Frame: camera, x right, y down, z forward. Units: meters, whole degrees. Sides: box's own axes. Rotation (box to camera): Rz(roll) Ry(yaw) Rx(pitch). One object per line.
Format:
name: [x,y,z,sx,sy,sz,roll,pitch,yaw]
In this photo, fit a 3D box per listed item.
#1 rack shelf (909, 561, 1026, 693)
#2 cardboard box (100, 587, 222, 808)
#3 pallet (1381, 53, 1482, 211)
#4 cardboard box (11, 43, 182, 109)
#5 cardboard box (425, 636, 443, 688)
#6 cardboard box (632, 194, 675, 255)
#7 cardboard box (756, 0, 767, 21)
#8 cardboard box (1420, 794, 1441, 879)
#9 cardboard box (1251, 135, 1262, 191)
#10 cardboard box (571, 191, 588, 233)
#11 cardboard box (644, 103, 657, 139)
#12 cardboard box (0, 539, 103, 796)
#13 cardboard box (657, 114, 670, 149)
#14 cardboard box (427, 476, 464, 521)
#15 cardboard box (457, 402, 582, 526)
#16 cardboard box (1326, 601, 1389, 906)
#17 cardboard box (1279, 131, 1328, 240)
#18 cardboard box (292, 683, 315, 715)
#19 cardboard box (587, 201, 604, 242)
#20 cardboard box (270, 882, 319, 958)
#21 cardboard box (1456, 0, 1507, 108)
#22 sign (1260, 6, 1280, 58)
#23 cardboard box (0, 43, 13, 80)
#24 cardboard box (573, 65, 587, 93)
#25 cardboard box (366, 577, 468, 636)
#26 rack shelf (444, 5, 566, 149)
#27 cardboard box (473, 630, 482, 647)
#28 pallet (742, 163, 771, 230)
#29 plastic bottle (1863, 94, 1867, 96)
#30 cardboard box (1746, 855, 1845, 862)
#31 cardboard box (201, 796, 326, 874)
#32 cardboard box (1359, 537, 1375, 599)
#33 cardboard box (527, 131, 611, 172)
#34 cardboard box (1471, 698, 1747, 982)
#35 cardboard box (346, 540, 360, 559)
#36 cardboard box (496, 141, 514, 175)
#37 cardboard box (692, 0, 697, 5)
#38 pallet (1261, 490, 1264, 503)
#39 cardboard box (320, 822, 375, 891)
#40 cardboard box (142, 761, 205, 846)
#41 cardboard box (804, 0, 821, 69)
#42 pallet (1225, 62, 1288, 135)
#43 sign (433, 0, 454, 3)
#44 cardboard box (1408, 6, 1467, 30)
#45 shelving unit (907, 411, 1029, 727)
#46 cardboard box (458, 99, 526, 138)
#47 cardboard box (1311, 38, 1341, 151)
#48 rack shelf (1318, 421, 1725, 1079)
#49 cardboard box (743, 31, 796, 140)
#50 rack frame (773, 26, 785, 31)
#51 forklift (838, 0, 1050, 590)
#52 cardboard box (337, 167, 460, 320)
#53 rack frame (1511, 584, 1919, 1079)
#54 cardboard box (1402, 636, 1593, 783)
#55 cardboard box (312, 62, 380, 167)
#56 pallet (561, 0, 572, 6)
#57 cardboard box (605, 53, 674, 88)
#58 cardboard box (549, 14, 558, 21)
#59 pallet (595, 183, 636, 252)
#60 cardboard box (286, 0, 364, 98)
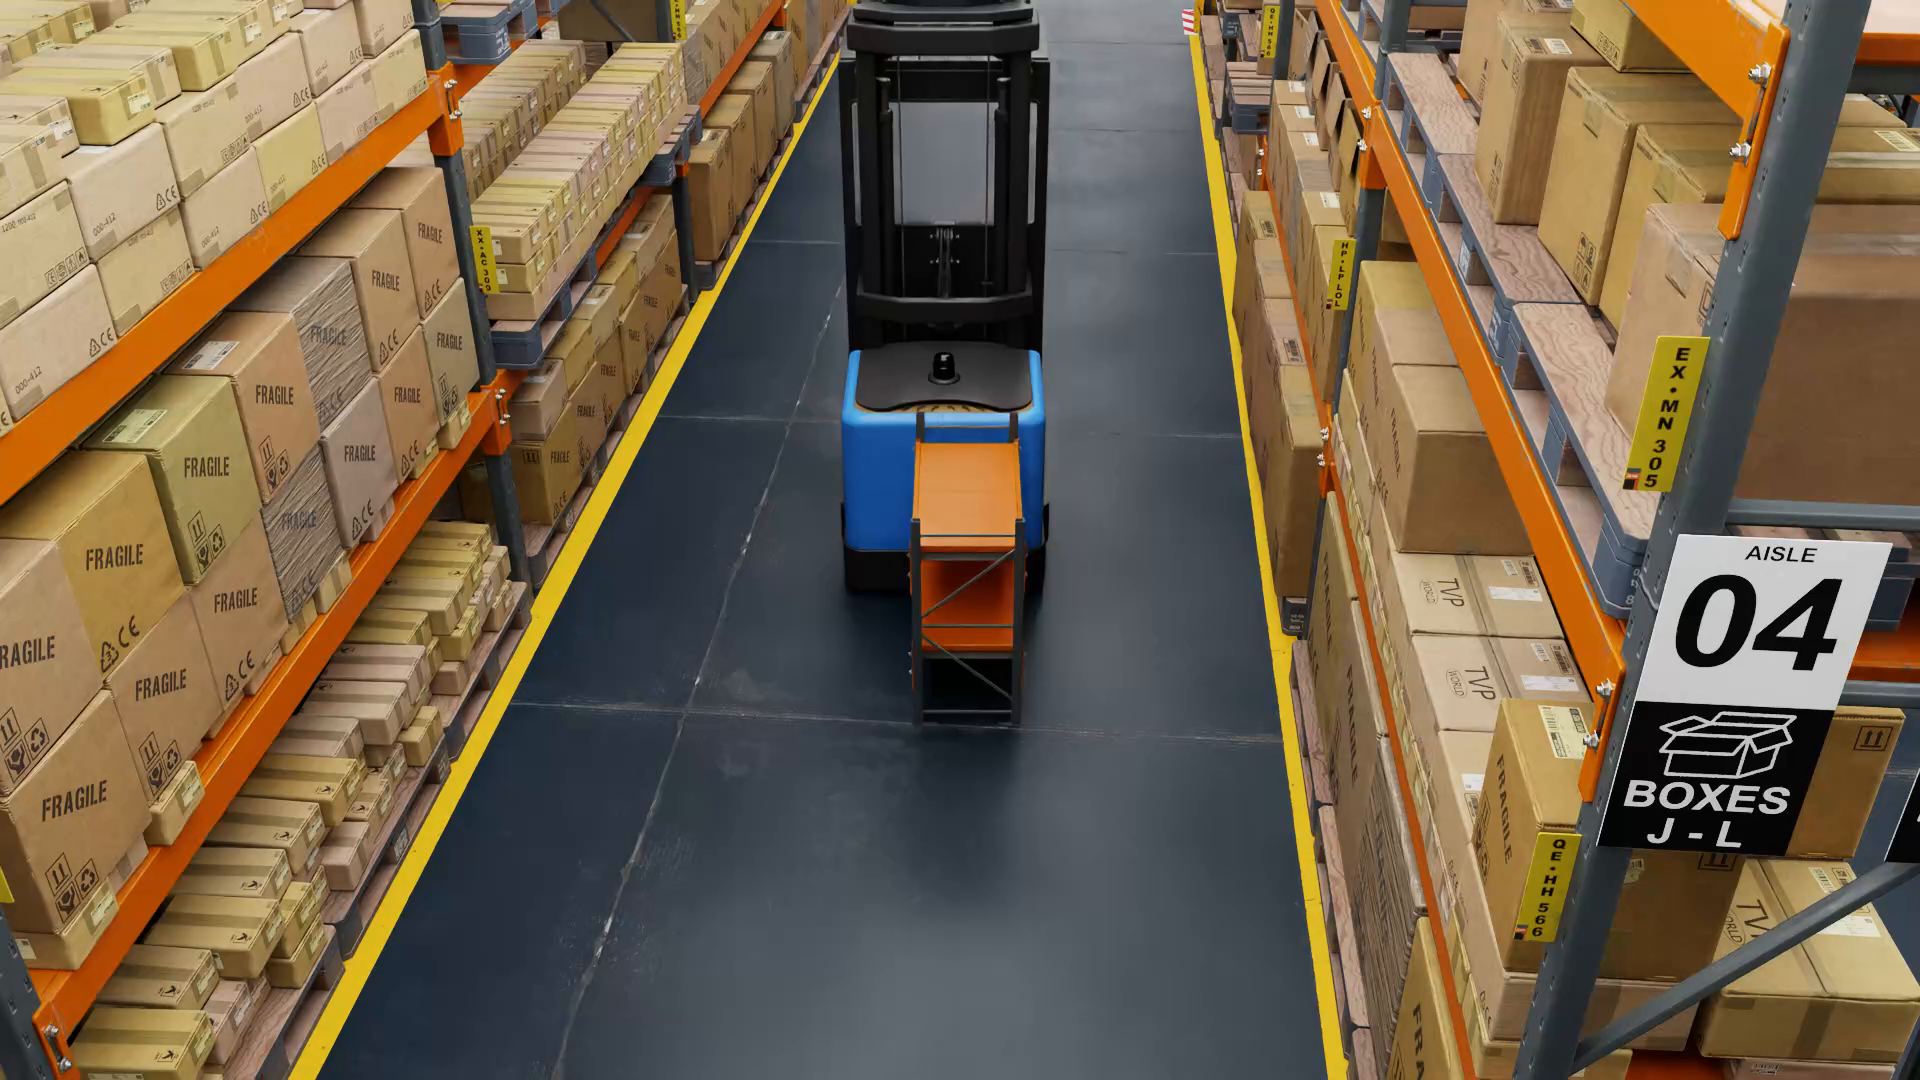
rack shelf: [0.034,0.334,8.102,0.538,0.278,1.000,0,32,0]
cardboard box: [-2.730,0.478,5.237,0.500,0.500,0.500,3,32,4]
pallet: [2.124,-1.488,6.030,1.003,0.211,1.213,2,32,4]
cardboard box: [-2.650,-1.415,5.115,0.380,0.149,0.250,3,32,6]
cardboard box: [-2.575,0.556,7.523,0.380,0.149,0.250,3,32,4]
cardboard box: [-2.203,-2.097,11.062,0.500,0.250,0.500,2,32,3]
cardboard box: [-1.900,-4.618,13.789,0.500,0.500,0.500,2,32,3]
cardboard box: [1.639,0.924,5.131,0.380,0.149,0.250,3,32,5]
cardboard box: [2.633,-2.829,12.945,0.700,0.500,0.500,5,32,8]
cardboard box: [-2.183,-1.732,8.757,0.380,0.149,0.250,1,32,2]
cardboard box: [-2.054,-2.545,10.076,0.380,0.149,0.250,3,32,4]
cardboard box: [-2.758,0.333,4.519,0.500,0.500,0.500,2,32,4]
cardboard box: [-2.033,-2.562,10.388,0.380,0.149,0.250,3,32,5]
cardboard box: [-2.925,-0.453,9.108,0.500,0.500,0.500,2,32,3]
cardboard box: [-2.409,-0.430,9.071,0.500,0.500,0.500,4,32,6]
cardboard box: [1.995,0.862,6.617,0.875,0.875,0.875,2,32,4]
cardboard box: [2.138,-2.030,9.589,0.500,0.500,0.500,2,32,3]
cardboard box: [-3.068,0.693,7.301,0.380,0.149,0.250,4,32,6]
cardboard box: [-2.161,-1.739,9.052,0.380,0.149,0.250,1,32,2]
cardboard box: [-2.622,1.394,6.162,0.380,0.149,0.250,3,32,6]
cardboard box: [2.197,-1.805,5.870,0.700,0.500,0.500,1,32,1]
sign: [1.985,-3.245,10.628,0.100,0.325,0.005,2,32,4]
cardboard box: [-3.178,-1.435,5.146,0.380,0.149,0.250,2,32,3]
cardboard box: [-2.648,-2.987,10.793,0.380,0.149,0.250,4,32,6]
cardboard box: [-2.498,0.304,7.648,0.380,0.149,0.250,2,32,4]
rack shelf: [-2.571,-2.957,9.016,1.077,0.370,4.000,2,32,4]
cardboard box: [-2.531,0.446,7.984,0.380,0.149,0.250,3,32,5]
pallet: [-2.167,-2.890,13.739,1.003,0.211,1.213,2,32,4]
plastic bottle: [8.145,-4.001,15.053,0.061,0.283,0.133,2,32,4]
cardboard box: [2.220,0.841,4.885,0.500,0.250,0.500,2,32,3]
cardboard box: [-2.658,1.120,6.324,0.380,0.149,0.250,4,32,6]
cardboard box: [1.763,0.118,6.439,0.380,0.149,0.250,2,32,3]
cardboard box: [-2.139,-2.128,9.116,0.380,0.149,0.250,4,32,6]
cardboard box: [1.653,0.768,4.290,0.500,0.500,0.500,3,32,5]
cardboard box: [-2.629,0.010,6.614,0.380,0.149,0.250,2,32,3]
cardboard box: [-2.769,-2.172,9.471,0.380,0.149,0.250,4,32,6]
cardboard box: [-2.282,-4.268,12.267,0.700,0.500,0.500,2,32,3]
pallet: [2.286,-0.535,9.917,1.003,0.211,1.213,2,32,4]
cardboard box: [-2.582,1.262,6.660,0.380,0.149,0.250,1,32,2]
cardboard box: [-2.652,0.829,5.285,0.380,0.149,0.250,2,32,3]
cardboard box: [-1.892,-5.195,16.446,0.875,0.875,0.875,3,32,4]
pallet: [2.479,-3.063,11.544,1.213,0.211,1.003,2,32,4]
sign: [-2.193,-2.418,6.963,0.100,0.325,0.005,2,32,4]
cardboard box: [2.239,-2.478,7.057,0.700,0.500,0.500,3,32,5]
shelving unit: [0.034,0.126,7.974,0.538,1.125,1.048,0,32,0]
cardboard box: [-2.744,-2.437,9.617,0.380,0.149,0.250,3,32,5]
cardboard box: [2.396,-2.515,9.420,0.797,0.503,0.637,3,32,5]
rack shelf: [2.038,0.676,5.979,1.077,0.370,4.000,2,32,4]
cardboard box: [-2.044,-4.016,14.652,1.050,0.750,0.750,2,32,4]
rack frame: [-2.083,-5.124,14.705,1.000,3.000,0.127,2,32,4]
forklift: [-0.081,-1.721,9.248,1.130,2.935,3.031,0,32,0]
cardboard box: [-2.503,-1.278,7.133,0.500,0.500,0.500,1,32,2]
rack frame: [1.876,1.416,4.094,1.000,3.000,0.127,2,32,4]
cardboard box: [1.734,0.557,5.347,0.500,0.250,0.500,1,32,2]
cardboard box: [-2.557,-1.625,6.312,0.500,0.250,0.500,2,32,4]
pallet: [-2.496,-2.998,8.576,1.213,0.211,1.003,2,32,4]
cardboard box: [-2.014,-2.950,10.450,0.380,0.149,0.250,2,32,3]
cardboard box: [-4.319,-5.285,17.346,0.797,0.503,0.637,-20,37,-29]
pallet: [-2.529,-1.914,9.679,1.003,0.211,1.213,2,32,4]
cardboard box: [-2.572,-1.843,6.188,0.500,0.250,0.500,1,32,2]
